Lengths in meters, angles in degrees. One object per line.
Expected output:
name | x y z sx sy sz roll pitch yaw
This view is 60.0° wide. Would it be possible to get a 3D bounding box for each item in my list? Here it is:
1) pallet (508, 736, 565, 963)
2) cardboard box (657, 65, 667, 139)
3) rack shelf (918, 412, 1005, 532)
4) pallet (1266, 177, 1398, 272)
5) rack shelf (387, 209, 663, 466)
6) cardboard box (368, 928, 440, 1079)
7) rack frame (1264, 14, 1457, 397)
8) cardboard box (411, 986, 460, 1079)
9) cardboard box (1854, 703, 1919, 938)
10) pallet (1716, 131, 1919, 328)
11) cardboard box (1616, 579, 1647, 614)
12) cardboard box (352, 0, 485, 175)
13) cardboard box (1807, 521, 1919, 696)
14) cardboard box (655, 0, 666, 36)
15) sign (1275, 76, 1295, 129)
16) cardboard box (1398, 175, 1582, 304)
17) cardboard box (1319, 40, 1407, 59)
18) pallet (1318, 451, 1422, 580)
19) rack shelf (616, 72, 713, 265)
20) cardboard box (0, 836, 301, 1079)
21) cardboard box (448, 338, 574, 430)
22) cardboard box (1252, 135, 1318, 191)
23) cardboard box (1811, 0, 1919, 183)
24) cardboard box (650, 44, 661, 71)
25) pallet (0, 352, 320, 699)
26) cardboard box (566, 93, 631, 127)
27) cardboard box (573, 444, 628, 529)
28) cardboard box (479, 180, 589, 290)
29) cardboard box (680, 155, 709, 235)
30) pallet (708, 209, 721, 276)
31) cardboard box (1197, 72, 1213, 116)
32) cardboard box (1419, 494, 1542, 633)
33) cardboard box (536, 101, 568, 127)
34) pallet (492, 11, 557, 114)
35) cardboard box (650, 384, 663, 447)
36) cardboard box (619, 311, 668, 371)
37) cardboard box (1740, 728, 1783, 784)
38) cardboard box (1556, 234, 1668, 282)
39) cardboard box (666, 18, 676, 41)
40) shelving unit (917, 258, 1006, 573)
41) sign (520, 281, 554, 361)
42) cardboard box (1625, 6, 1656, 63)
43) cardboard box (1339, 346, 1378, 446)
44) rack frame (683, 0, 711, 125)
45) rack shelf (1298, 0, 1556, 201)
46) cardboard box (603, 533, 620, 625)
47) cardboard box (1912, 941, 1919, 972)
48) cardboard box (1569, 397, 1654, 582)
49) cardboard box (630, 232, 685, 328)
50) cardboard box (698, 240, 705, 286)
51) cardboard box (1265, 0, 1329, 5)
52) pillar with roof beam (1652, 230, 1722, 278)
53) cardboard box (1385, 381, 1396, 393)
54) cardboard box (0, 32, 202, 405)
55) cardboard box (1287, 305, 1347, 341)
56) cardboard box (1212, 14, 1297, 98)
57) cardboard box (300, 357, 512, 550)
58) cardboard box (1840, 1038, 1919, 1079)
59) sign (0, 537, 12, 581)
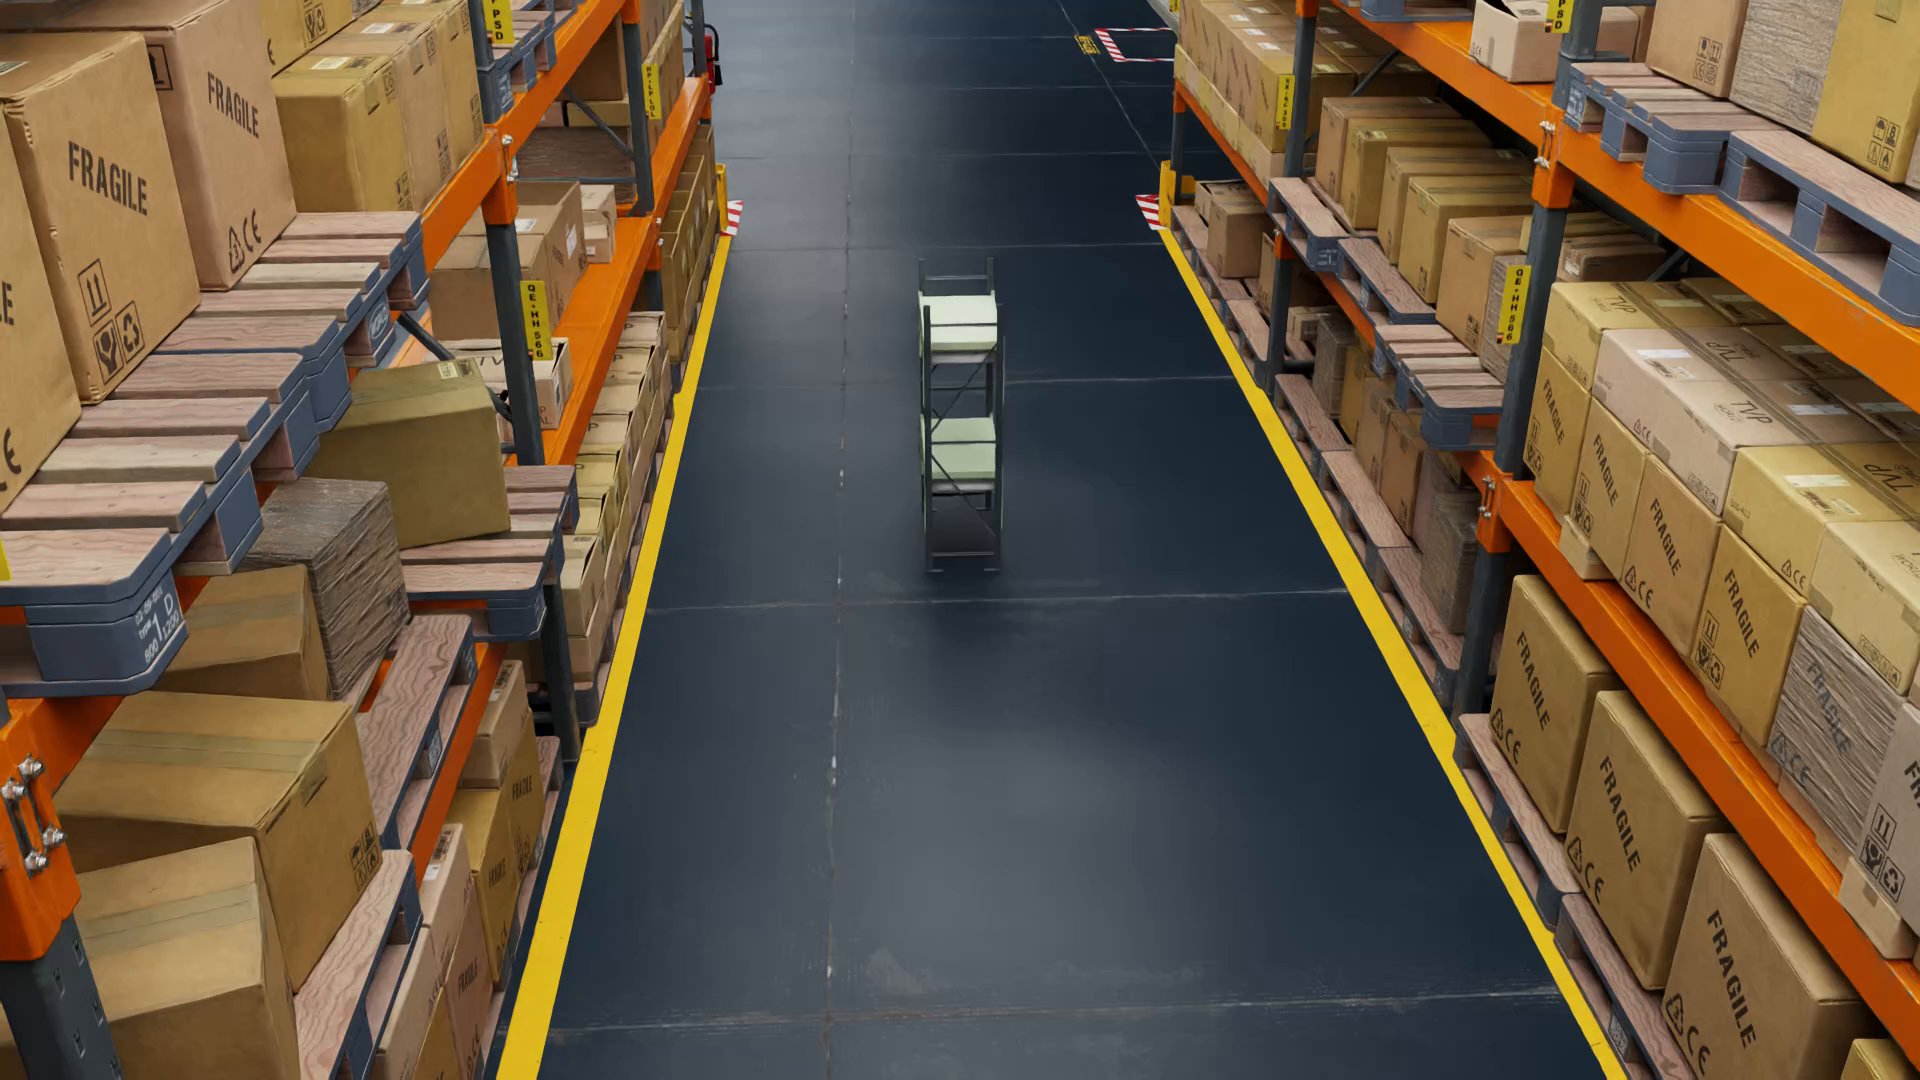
pallet | -2.191 1.226 6.670 1.003 0.211 1.213 -1 28 -3
cardboard box | -2.515 -3.164 11.964 0.700 0.500 0.500 -1 28 -1
rack shelf | 0.000 -0.379 9.060 0.431 0.370 0.720 -1 28 -3
pallet | 2.440 -1.883 9.824 1.003 0.211 1.213 -1 28 -3
rack shelf | -2.297 -0.960 8.626 1.077 0.370 4.000 -1 28 -3
cardboard box | -1.818 1.381 4.775 0.500 0.250 0.500 -1 28 -3
rack frame | 2.546 -2.324 10.463 1.000 3.000 0.127 -1 28 -3
cardboard box | -1.823 1.698 4.977 0.500 0.500 0.500 -1 28 -2
cardboard box | 2.651 0.743 4.131 0.500 0.500 0.500 -1 28 -2
pallet | 2.902 -0.911 4.713 1.003 0.211 1.213 0 28 0
cardboard box | 2.610 0.138 5.993 0.380 0.149 0.250 -2 28 -3
cardboard box | -2.136 -1.529 5.587 0.910 0.500 0.500 -1 28 -3
cardboard box | 2.640 0.171 4.416 0.500 0.250 0.500 -1 28 -2
cardboard box | -2.536 -3.954 12.076 0.700 0.500 0.500 -1 28 -2
sign | 2.004 -2.691 10.231 0.100 0.325 0.005 -1 28 -3
cardboard box | 2.633 -1.508 8.314 0.700 0.500 0.500 -1 28 -3
cardboard box | 2.706 -3.060 11.203 0.500 0.500 0.500 -2 28 -3
pallet | 2.654 -0.164 9.335 1.003 0.211 1.213 -1 28 -3
rack shelf | -2.506 -2.808 12.167 1.077 0.370 4.000 -1 28 -3
cardboard box | -1.785 1.037 3.456 0.700 0.500 0.500 -11 29 -20
cardboard box | -2.046 -0.734 7.510 0.500 0.311 0.500 -2 28 -3
cardboard box | 2.218 -2.478 10.898 0.500 0.250 0.500 -1 28 -3
cardboard box | 2.933 -1.325 4.719 0.700 0.500 0.500 0 28 0
cardboard box | -2.306 -3.379 11.675 0.380 0.149 0.250 -2 28 -3
pallet | -1.947 -0.058 3.077 1.213 0.211 1.003 -1 28 -3
cardboard box | -2.222 -2.664 10.304 0.380 0.149 0.250 -1 28 -3
cardboard box | -1.987 -0.298 8.491 0.500 0.311 0.500 -2 28 -4
cardboard box | -2.350 -1.649 9.060 0.500 0.500 0.500 1 28 1
cardboard box | -2.218 -2.648 12.791 0.500 0.500 0.500 -1 28 -3
pallet | -2.528 -2.462 13.742 1.003 0.211 1.213 -1 28 -3
cardboard box | 2.107 -3.406 12.677 0.500 0.250 0.500 -2 28 -3
cardboard box | 2.665 0.105 8.032 0.700 0.500 0.500 -1 28 -2
cardboard box | -2.629 -2.655 10.288 0.380 0.149 0.250 -1 28 -3
pallet | -2.317 -1.913 6.635 1.213 0.211 1.003 0 28 0
cardboard box | -2.065 -0.752 9.967 0.500 0.250 0.500 -2 28 -3
cardboard box | -2.094 -1.239 10.294 0.500 0.311 0.500 -1 28 -3
cardboard box | 2.638 0.613 5.082 0.380 0.149 0.250 -1 28 -1
cardboard box | 2.706 -1.163 6.950 0.380 0.149 0.250 -5 28 -9
cardboard box | -2.360 -3.855 12.588 0.380 0.149 0.250 -1 28 -2
shelving unit | 0.000 -0.668 8.909 0.431 1.500 0.755 -1 28 -3
sign | -1.651 -0.851 6.472 0.100 0.325 0.005 -1 28 -3
cardboard box | 2.947 -2.198 6.848 0.500 0.500 0.500 -1 28 -3
cardboard box | 2.678 -0.834 9.833 0.700 0.500 0.500 -2 28 -4
rack frame | -2.610 -4.050 13.772 1.000 3.000 0.127 -1 28 -3
rack shelf | 2.650 -2.412 8.165 1.077 0.370 4.000 -1 28 -3
cardboard box | -1.953 0.196 8.149 0.500 0.250 0.500 -2 28 -4
cardboard box | 2.658 1.087 4.173 0.380 0.149 0.250 -1 28 -1
cardboard box | 2.542 -0.190 5.918 0.500 0.500 0.500 0 28 -1
cardboard box | -2.113 -1.724 11.021 0.500 0.500 0.500 -1 28 -3
cardboard box | -2.197 -2.084 12.522 0.500 0.250 0.500 -1 28 -3
cardboard box | 2.590 -4.001 13.007 0.500 0.500 0.500 -1 28 -2
pillar with roof beam | -0.749 -3.654 6.525 9.100 9.000 0.400 -1 28 -3
cardboard box | 2.658 -0.961 9.264 0.500 0.250 0.500 -2 28 -4
cardboard box | -1.994 -0.656 3.350 0.600 0.600 0.600 -2 28 -3
cardboard box | 2.488 -1.509 11.489 0.380 0.166 0.250 -5 28 -9
cardboard box | 2.137 -3.513 12.072 0.500 0.500 0.500 -1 28 -1
cardboard box | -2.047 -0.298 6.016 0.700 0.500 0.500 -11 29 -20
cardboard box | 2.800 1.840 4.349 0.750 0.750 0.750 -1 28 -2
sign | -1.442 -0.084 2.365 0.100 0.325 0.005 -1 28 -3
